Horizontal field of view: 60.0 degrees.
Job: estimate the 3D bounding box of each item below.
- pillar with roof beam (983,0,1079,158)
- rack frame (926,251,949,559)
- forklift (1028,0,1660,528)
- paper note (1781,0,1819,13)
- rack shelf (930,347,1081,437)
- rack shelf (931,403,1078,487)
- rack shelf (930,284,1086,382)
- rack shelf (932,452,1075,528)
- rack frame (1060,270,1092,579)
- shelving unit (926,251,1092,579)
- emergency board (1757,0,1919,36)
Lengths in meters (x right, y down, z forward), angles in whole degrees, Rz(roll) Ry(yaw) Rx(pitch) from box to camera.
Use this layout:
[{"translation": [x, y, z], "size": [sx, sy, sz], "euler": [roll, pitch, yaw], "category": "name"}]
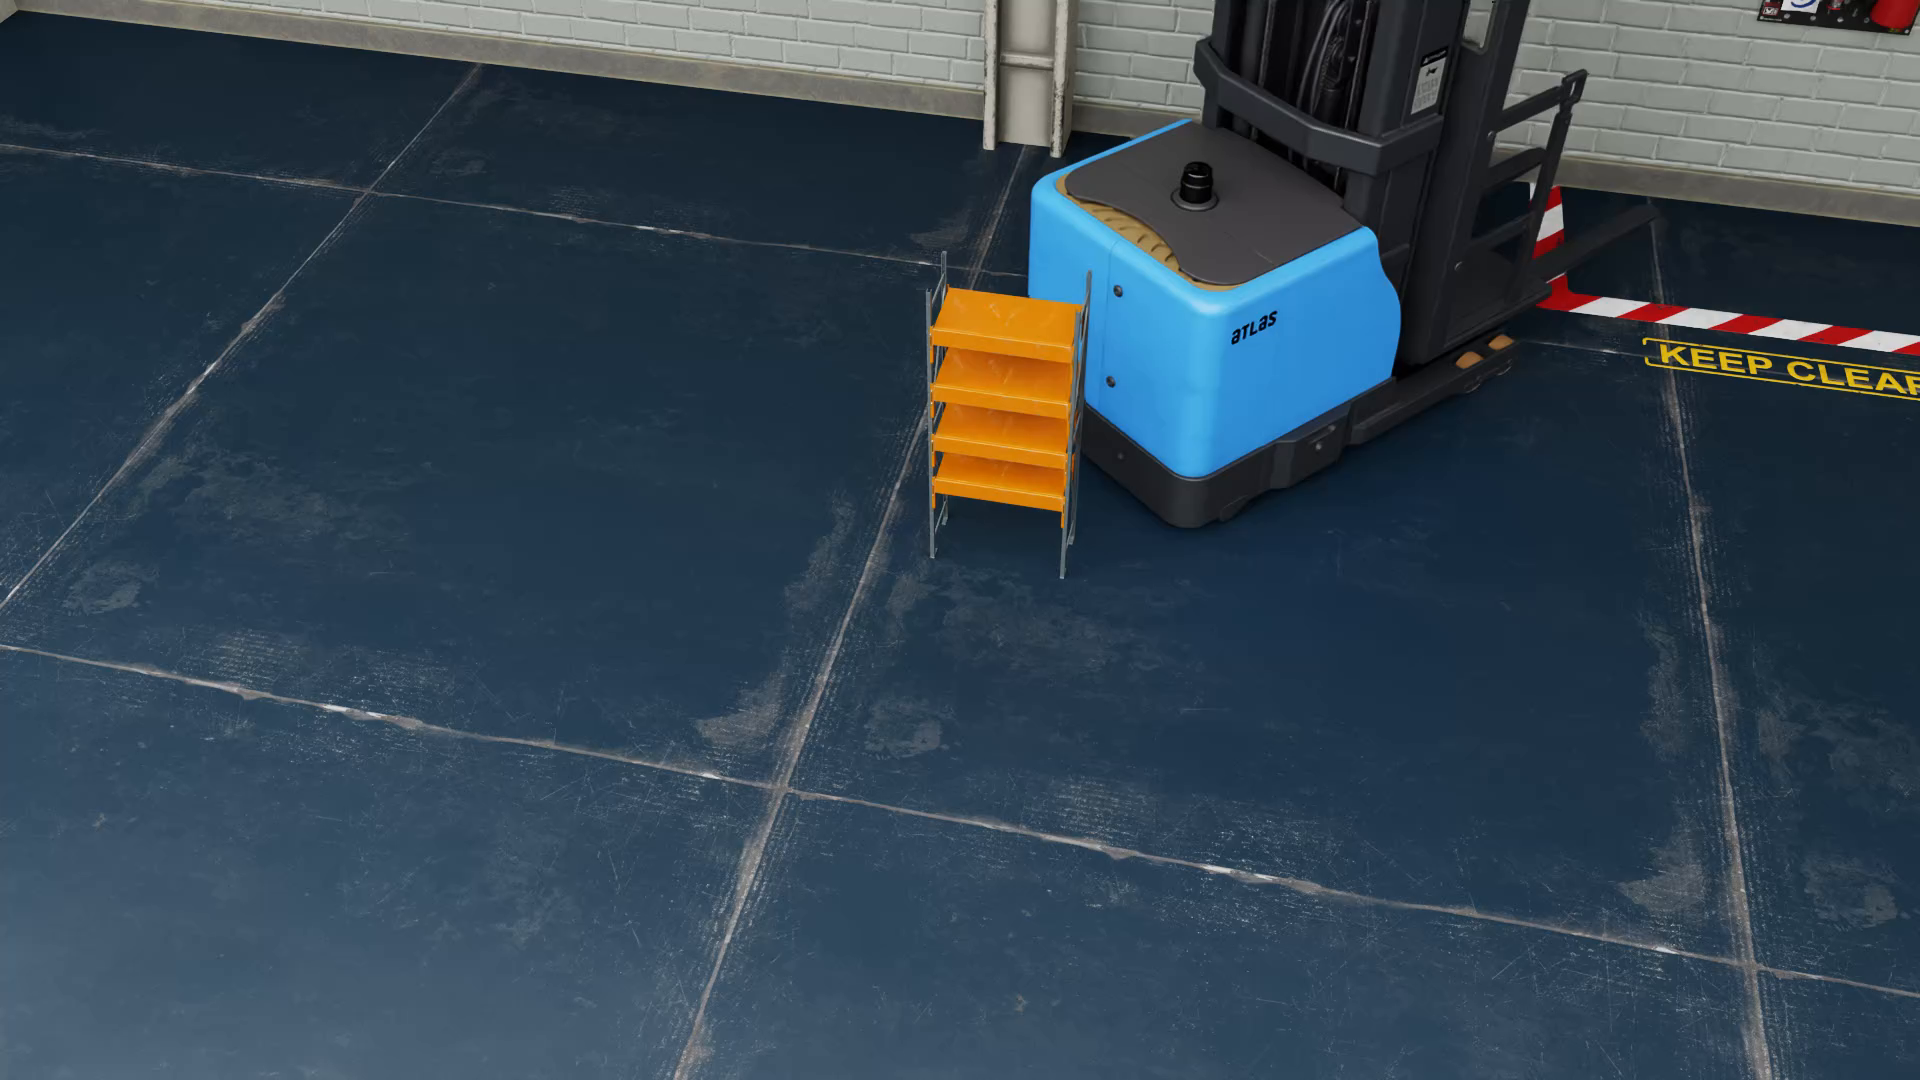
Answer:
[{"translation": [-0.599, -2.350, 2.202], "size": [0.400, 9.000, 9.100], "euler": [9, 45, 9], "category": "pillar with roof beam"}, {"translation": [-0.077, -0.444, 5.846], "size": [0.015, 1.200, 0.240], "euler": [9, 45, 9], "category": "rack frame"}, {"translation": [1.732, -1.936, 6.148], "size": [3.031, 2.935, 1.130], "euler": [-27, 50, -25], "category": "forklift"}, {"translation": [3.635, -2.349, 7.163], "size": [0.142, 0.148, 0.016], "euler": [9, 45, 9], "category": "paper note"}, {"translation": [0.162, -0.520, 5.699], "size": [0.480, 0.148, 0.258], "euler": [9, 45, 9], "category": "rack shelf"}, {"translation": [0.162, -0.359, 5.855], "size": [0.480, 0.148, 0.258], "euler": [9, 45, 9], "category": "rack shelf"}, {"translation": [0.162, -0.690, 5.535], "size": [0.480, 0.148, 0.258], "euler": [9, 45, 9], "category": "rack shelf"}, {"translation": [0.162, -0.216, 5.992], "size": [0.480, 0.148, 0.258], "euler": [9, 45, 9], "category": "rack shelf"}, {"translation": [0.400, -0.370, 5.769], "size": [0.015, 1.200, 0.240], "euler": [9, 45, 9], "category": "rack frame"}, {"translation": [0.162, -0.407, 5.808], "size": [0.503, 1.200, 0.258], "euler": [9, 45, 9], "category": "shelving unit"}, {"translation": [3.793, -2.593, 6.781], "size": [0.643, 1.169, 0.194], "euler": [9, 45, 9], "category": "emergency board"}]
